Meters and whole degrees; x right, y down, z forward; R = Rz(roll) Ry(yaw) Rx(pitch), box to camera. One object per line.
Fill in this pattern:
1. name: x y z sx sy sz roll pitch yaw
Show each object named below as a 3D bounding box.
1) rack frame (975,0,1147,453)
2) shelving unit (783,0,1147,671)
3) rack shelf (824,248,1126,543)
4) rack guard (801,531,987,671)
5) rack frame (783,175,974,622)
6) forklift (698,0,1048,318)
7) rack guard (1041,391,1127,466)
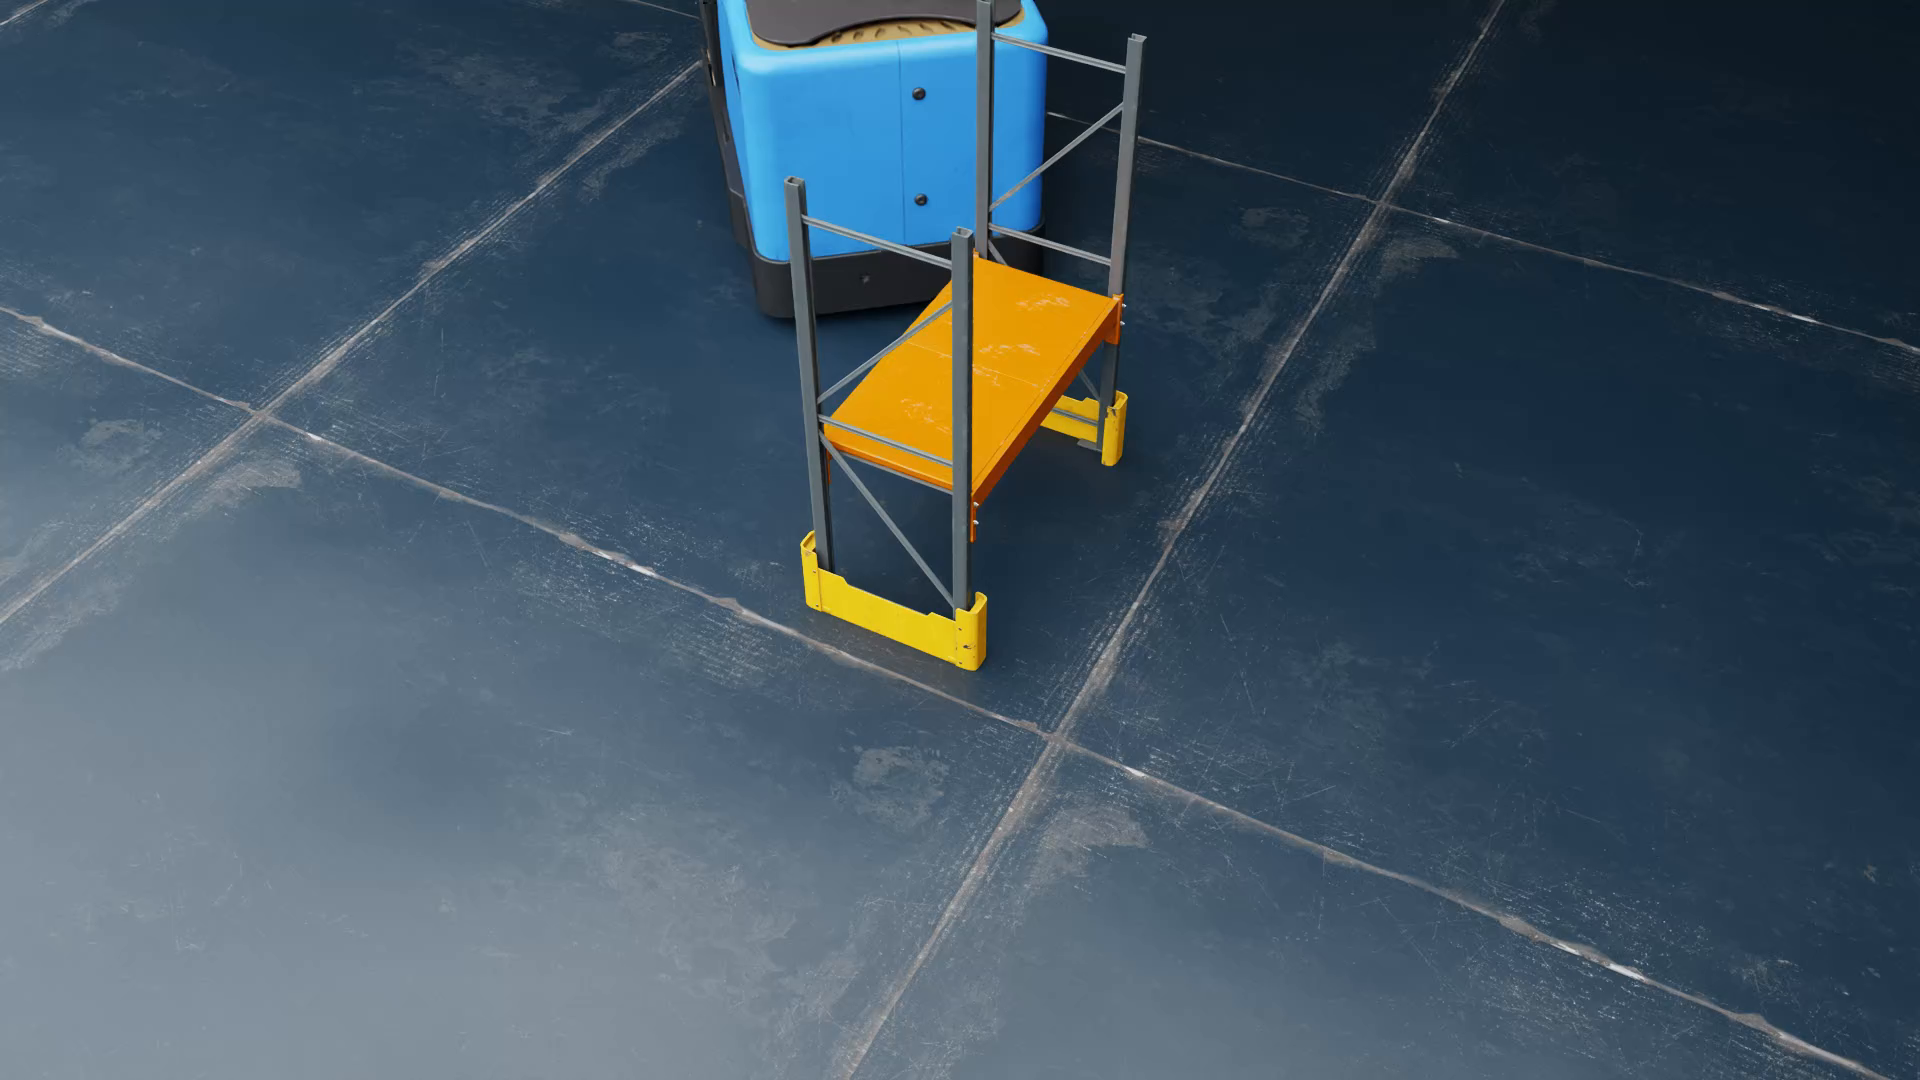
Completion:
1. rack frame: 0.276 -0.901 5.086 0.500 1.500 0.032 20 49 19
2. shelving unit: 0.035 -0.575 4.764 0.587 1.500 1.083 20 49 19
3. rack shelf: 0.040 -0.455 4.898 0.538 0.185 1.000 20 49 19
4. rack guard: -0.196 0.178 4.898 0.587 0.250 0.087 20 49 19
5. rack frame: -0.196 -0.261 4.453 0.500 1.500 0.032 20 49 19
6. forklift: -0.497 -2.886 6.041 1.130 2.935 3.031 -8 46 -8
7. rack guard: 0.267 -0.450 5.519 0.587 0.250 0.087 20 49 19
